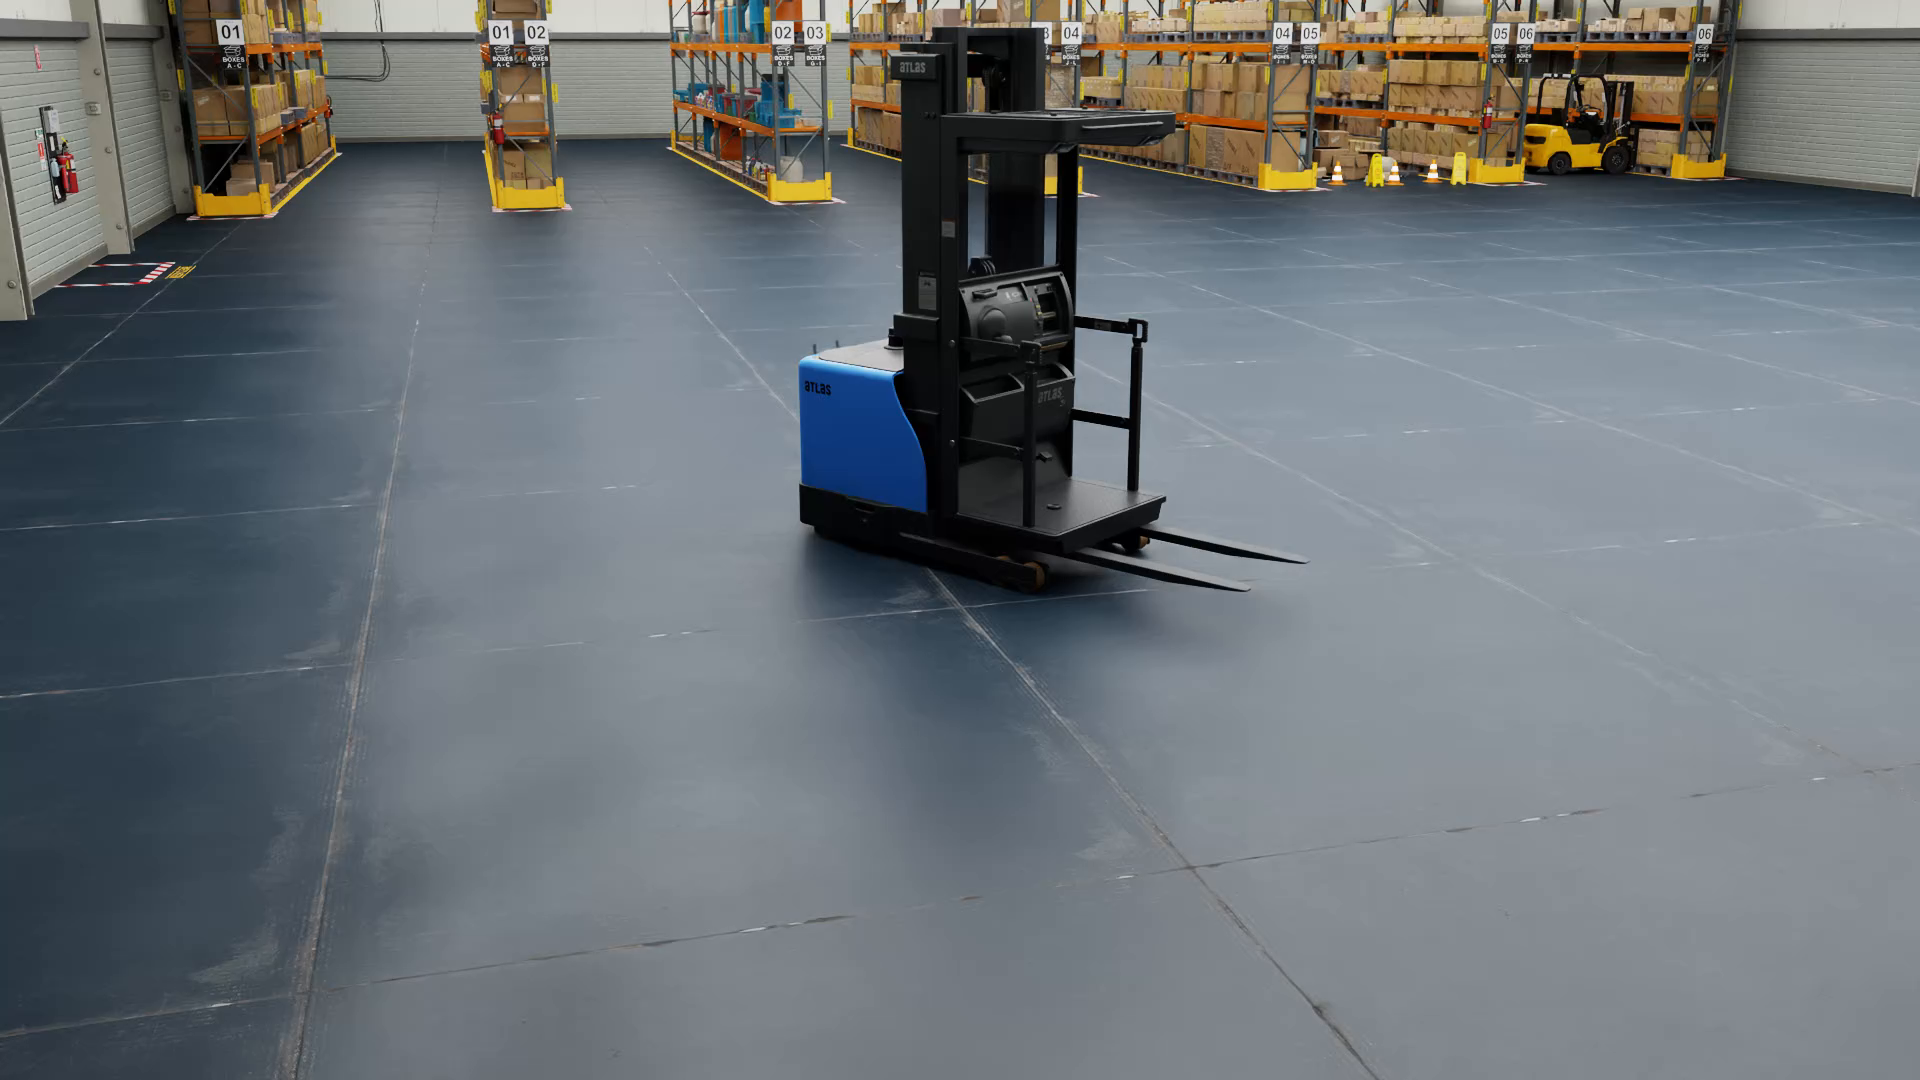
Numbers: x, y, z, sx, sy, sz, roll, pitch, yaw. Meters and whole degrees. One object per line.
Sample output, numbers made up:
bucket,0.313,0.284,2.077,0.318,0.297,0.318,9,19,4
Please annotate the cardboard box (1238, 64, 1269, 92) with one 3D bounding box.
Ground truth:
cardboard box,6.286,-9.572,34.466,0.875,0.550,0.550,-5,17,-15

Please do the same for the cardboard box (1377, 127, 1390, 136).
cardboard box,12.286,-11.820,48.111,0.396,0.266,0.258,-4,17,-13

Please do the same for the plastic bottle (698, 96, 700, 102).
plastic bottle,-6.376,-10.775,40.833,0.097,0.271,0.097,0,17,0

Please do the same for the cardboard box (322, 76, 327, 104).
cardboard box,-16.718,-11.457,42.358,0.980,0.700,0.700,-4,17,-13

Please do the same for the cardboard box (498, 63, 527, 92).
cardboard box,-8.266,-8.657,31.131,0.700,0.500,0.500,-5,17,-15

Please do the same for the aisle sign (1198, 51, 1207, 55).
aisle sign,7.227,-14.701,49.161,0.394,0.787,0.004,-5,17,-15

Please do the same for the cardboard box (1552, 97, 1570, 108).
cardboard box,14.628,-10.533,40.064,0.500,0.250,0.500,-4,17,-14

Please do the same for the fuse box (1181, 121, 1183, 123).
fuse box,7.437,-14.478,55.177,0.539,1.711,0.414,-5,17,-15

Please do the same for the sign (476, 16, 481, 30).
sign,-11.526,-12.379,39.836,0.100,0.325,0.005,-5,17,-15

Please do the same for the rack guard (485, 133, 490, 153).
rack guard,-12.085,-10.628,44.465,1.175,0.500,0.348,-5,17,-15

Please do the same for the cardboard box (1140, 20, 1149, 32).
cardboard box,4.541,-12.037,38.954,0.500,0.250,0.500,-4,17,-14

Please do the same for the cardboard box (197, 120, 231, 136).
cardboard box,-12.785,-7.080,28.532,0.500,0.250,0.500,-4,17,-14

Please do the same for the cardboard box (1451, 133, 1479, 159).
cardboard box,10.875,-8.431,35.550,0.500,0.500,0.500,-5,17,-15

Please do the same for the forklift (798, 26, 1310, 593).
forklift,0.483,-1.287,9.143,3.031,2.935,1.130,14,21,38

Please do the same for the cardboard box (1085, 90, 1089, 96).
cardboard box,3.413,-11.391,42.366,0.380,0.149,0.250,-6,18,-18

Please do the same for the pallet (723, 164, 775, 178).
pallet,-4.636,-8.134,36.665,1.003,0.211,1.213,-5,17,-15

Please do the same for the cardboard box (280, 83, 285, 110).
cardboard box,-14.166,-9.027,33.852,0.700,0.500,0.500,-5,17,-15

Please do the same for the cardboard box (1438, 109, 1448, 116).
cardboard box,10.619,-9.301,36.137,0.380,0.149,0.250,-5,17,-16

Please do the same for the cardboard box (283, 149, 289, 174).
cardboard box,-14.227,-7.772,34.193,0.700,0.500,0.500,-5,17,-16

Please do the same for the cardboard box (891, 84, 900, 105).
cardboard box,-1.455,-11.284,42.129,0.500,0.500,0.500,-5,17,-15

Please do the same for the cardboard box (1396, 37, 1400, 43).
cardboard box,10.095,-11.302,37.586,0.380,0.149,0.250,-5,17,-16

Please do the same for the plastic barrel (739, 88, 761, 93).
plastic barrel,-4.724,-9.985,37.741,0.600,0.536,0.708,-5,17,-15

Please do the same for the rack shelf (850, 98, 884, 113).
rack shelf,-2.030,-11.731,45.041,1.077,0.370,4.000,-5,17,-15

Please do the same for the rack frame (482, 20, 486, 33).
rack frame,-9.907,-12.507,35.945,1.000,3.000,0.127,-5,17,-15

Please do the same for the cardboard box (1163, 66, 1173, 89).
cardboard box,5.091,-10.619,38.177,0.700,0.500,0.500,-5,17,-15

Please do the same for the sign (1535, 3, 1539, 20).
sign,11.868,-10.884,34.239,0.100,0.325,0.005,-5,17,-15

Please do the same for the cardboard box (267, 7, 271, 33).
cardboard box,-13.982,-10.319,32.972,0.500,0.500,0.500,-5,18,-17

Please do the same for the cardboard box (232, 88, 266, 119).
cardboard box,-12.439,-7.618,29.022,0.500,0.500,0.500,-5,17,-15

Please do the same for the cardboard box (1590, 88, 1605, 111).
cardboard box,15.048,-10.248,38.680,0.500,0.500,0.500,-4,17,-14

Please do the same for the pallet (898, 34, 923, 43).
pallet,-0.919,-12.245,40.616,1.003,0.211,1.213,-4,17,-13

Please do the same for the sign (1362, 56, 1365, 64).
sign,12.259,-14.550,50.613,0.100,0.325,0.005,-5,17,-15

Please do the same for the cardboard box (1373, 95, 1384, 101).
cardboard box,9.840,-10.294,38.714,0.380,0.149,0.250,-4,17,-14

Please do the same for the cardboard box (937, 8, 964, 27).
cardboard box,-0.218,-11.710,37.465,0.500,0.500,0.500,-5,17,-17

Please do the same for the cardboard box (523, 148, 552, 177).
cardboard box,-7.781,-6.968,30.681,0.500,0.500,0.500,-5,17,-15

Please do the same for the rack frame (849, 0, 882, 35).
rack frame,-2.580,-15.502,45.916,1.000,3.000,0.127,-5,17,-15

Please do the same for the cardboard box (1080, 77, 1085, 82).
cardboard box,3.270,-11.819,42.756,0.380,0.149,0.250,-5,17,-16

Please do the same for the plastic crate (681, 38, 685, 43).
plastic crate,-6.958,-12.762,42.469,0.293,0.136,0.466,-5,17,-15

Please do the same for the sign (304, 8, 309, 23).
sign,-15.249,-12.228,38.785,0.100,0.325,0.005,-5,17,-15

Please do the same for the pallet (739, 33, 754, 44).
pallet,-3.752,-10.072,33.382,1.213,0.211,1.003,-5,17,-15

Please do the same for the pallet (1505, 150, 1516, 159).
pallet,14.439,-9.689,41.842,1.003,0.211,1.213,-5,17,-15

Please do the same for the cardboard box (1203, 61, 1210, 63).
cardboard box,7.242,-13.361,47.307,0.500,0.500,0.500,-5,17,-15

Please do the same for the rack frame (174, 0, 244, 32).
rack frame,-12.470,-9.901,27.271,1.000,3.000,0.127,-5,17,-15

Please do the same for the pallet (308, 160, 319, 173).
pallet,-15.145,-8.466,37.769,1.003,0.211,1.213,-5,17,-15

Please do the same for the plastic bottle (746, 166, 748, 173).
plastic bottle,-4.350,-7.637,34.262,0.097,0.201,0.097,0,17,0

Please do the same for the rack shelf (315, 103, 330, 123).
rack shelf,-16.318,-10.556,41.130,1.077,0.370,4.000,-5,17,-15

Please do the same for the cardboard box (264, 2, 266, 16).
cardboard box,-13.171,-9.990,30.835,0.500,0.500,0.500,-6,18,-20

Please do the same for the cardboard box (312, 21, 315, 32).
cardboard box,-16.119,-12.598,40.822,0.500,0.250,0.500,-5,18,-17

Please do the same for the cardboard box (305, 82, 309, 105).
cardboard box,-15.119,-10.159,37.834,0.500,0.500,0.500,-5,17,-15

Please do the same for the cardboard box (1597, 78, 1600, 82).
cardboard box,15.058,-10.740,38.675,0.380,0.149,0.250,-5,17,-16

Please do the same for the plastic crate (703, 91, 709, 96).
plastic crate,-6.485,-11.539,43.255,0.437,0.282,0.530,-5,17,-15

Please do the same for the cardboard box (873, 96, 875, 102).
cardboard box,-2.091,-11.673,44.037,0.380,0.149,0.250,-4,17,-14

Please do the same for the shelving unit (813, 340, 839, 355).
shelving unit,-0.758,-0.713,10.501,0.215,1.050,0.252,-15,22,-41

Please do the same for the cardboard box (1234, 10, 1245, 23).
cardboard box,5.937,-10.714,34.031,0.500,0.250,0.500,-5,17,-16

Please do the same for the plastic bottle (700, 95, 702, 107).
plastic bottle,-6.308,-10.694,40.541,0.061,0.283,0.133,-5,17,-15
